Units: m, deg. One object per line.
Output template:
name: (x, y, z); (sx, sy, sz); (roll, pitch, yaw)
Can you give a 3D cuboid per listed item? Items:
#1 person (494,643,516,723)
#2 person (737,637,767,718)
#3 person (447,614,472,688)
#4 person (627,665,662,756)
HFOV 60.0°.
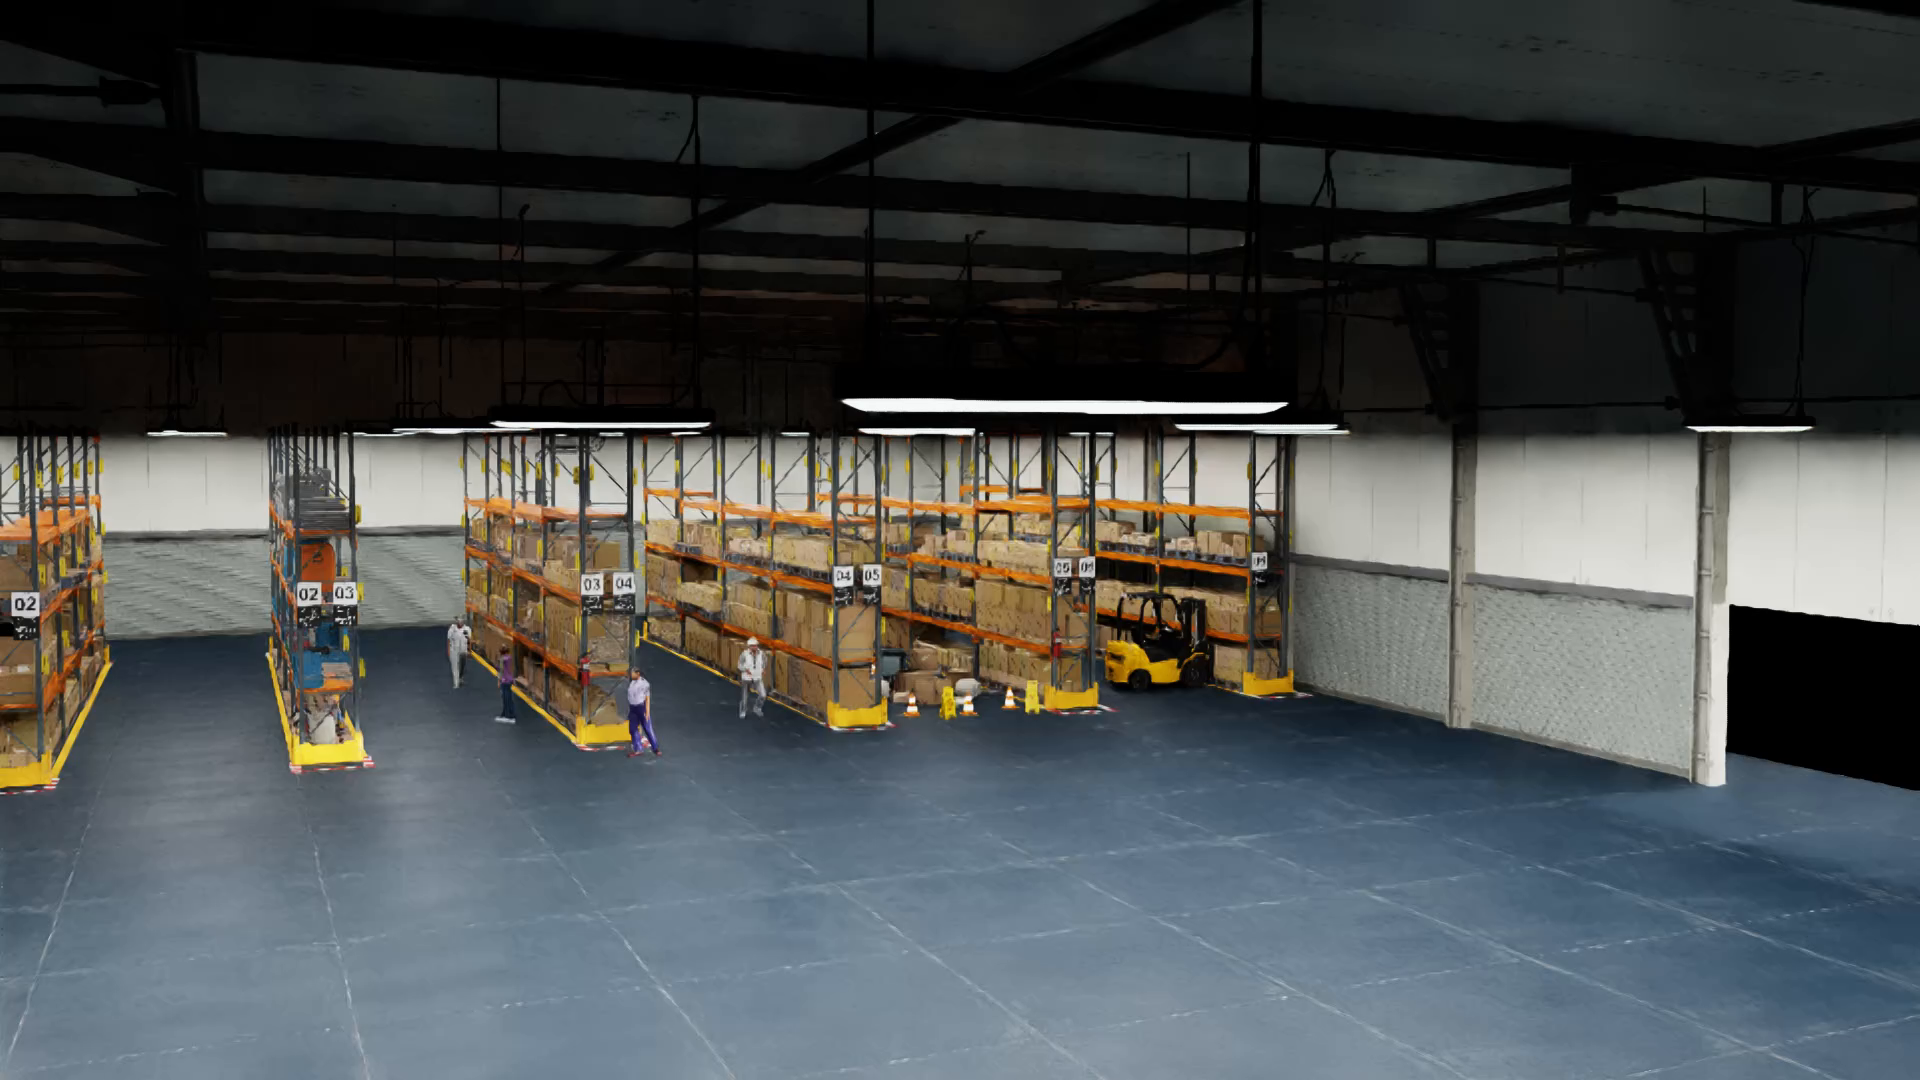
person: (-9.170, 2.867, 33.477); (0.522, 1.591, 0.523); (0, 3, 5)
person: (-4.228, 2.806, 33.934); (0.665, 1.702, 0.810); (-1, 4, -19)
person: (-11.491, 2.532, 38.229); (0.540, 1.676, 1.120); (-2, 4, -26)
person: (-5.726, 3.076, 30.067); (0.596, 1.640, 0.526); (3, 5, 40)
